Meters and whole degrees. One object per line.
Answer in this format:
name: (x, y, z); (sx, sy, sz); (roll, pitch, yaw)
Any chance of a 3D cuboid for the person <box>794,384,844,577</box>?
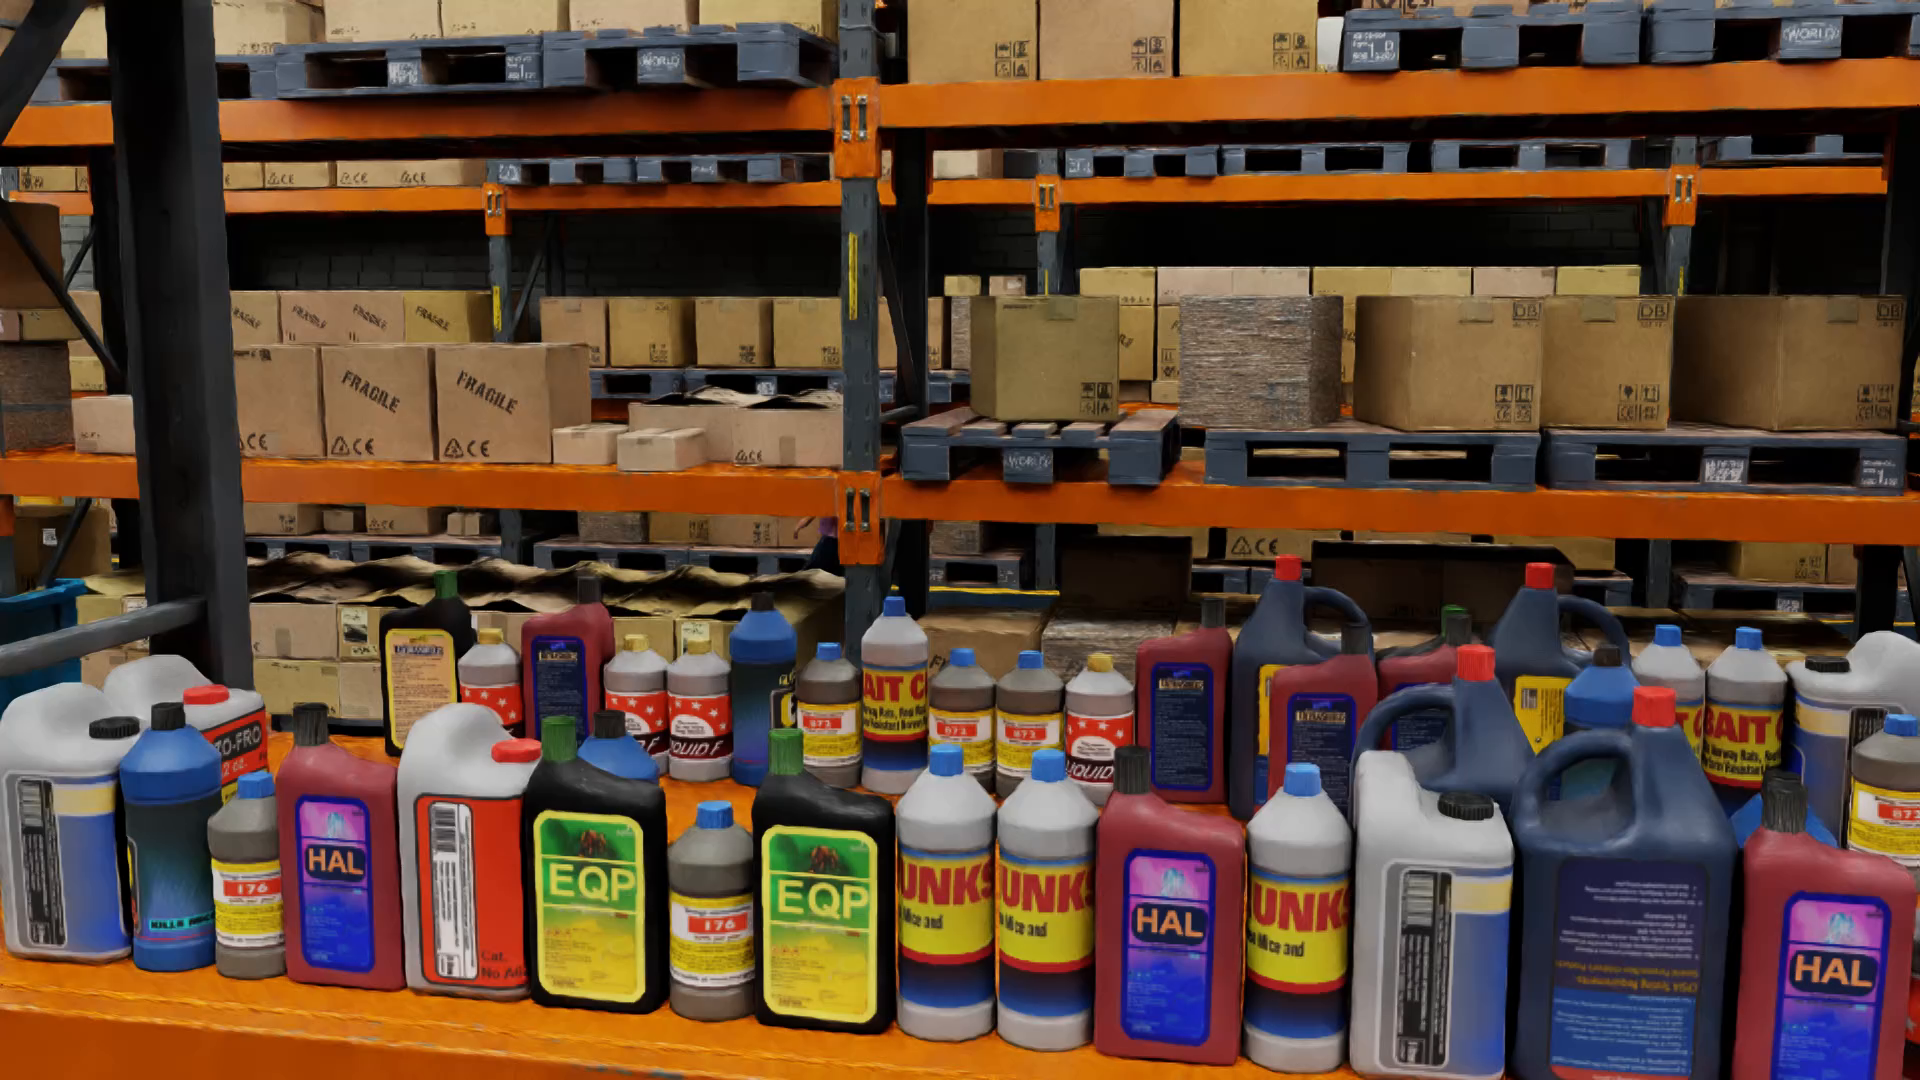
person: (-0.648, -0.028, 8.638); (0.441, 1.571, 0.585); (1, 8, 6)
